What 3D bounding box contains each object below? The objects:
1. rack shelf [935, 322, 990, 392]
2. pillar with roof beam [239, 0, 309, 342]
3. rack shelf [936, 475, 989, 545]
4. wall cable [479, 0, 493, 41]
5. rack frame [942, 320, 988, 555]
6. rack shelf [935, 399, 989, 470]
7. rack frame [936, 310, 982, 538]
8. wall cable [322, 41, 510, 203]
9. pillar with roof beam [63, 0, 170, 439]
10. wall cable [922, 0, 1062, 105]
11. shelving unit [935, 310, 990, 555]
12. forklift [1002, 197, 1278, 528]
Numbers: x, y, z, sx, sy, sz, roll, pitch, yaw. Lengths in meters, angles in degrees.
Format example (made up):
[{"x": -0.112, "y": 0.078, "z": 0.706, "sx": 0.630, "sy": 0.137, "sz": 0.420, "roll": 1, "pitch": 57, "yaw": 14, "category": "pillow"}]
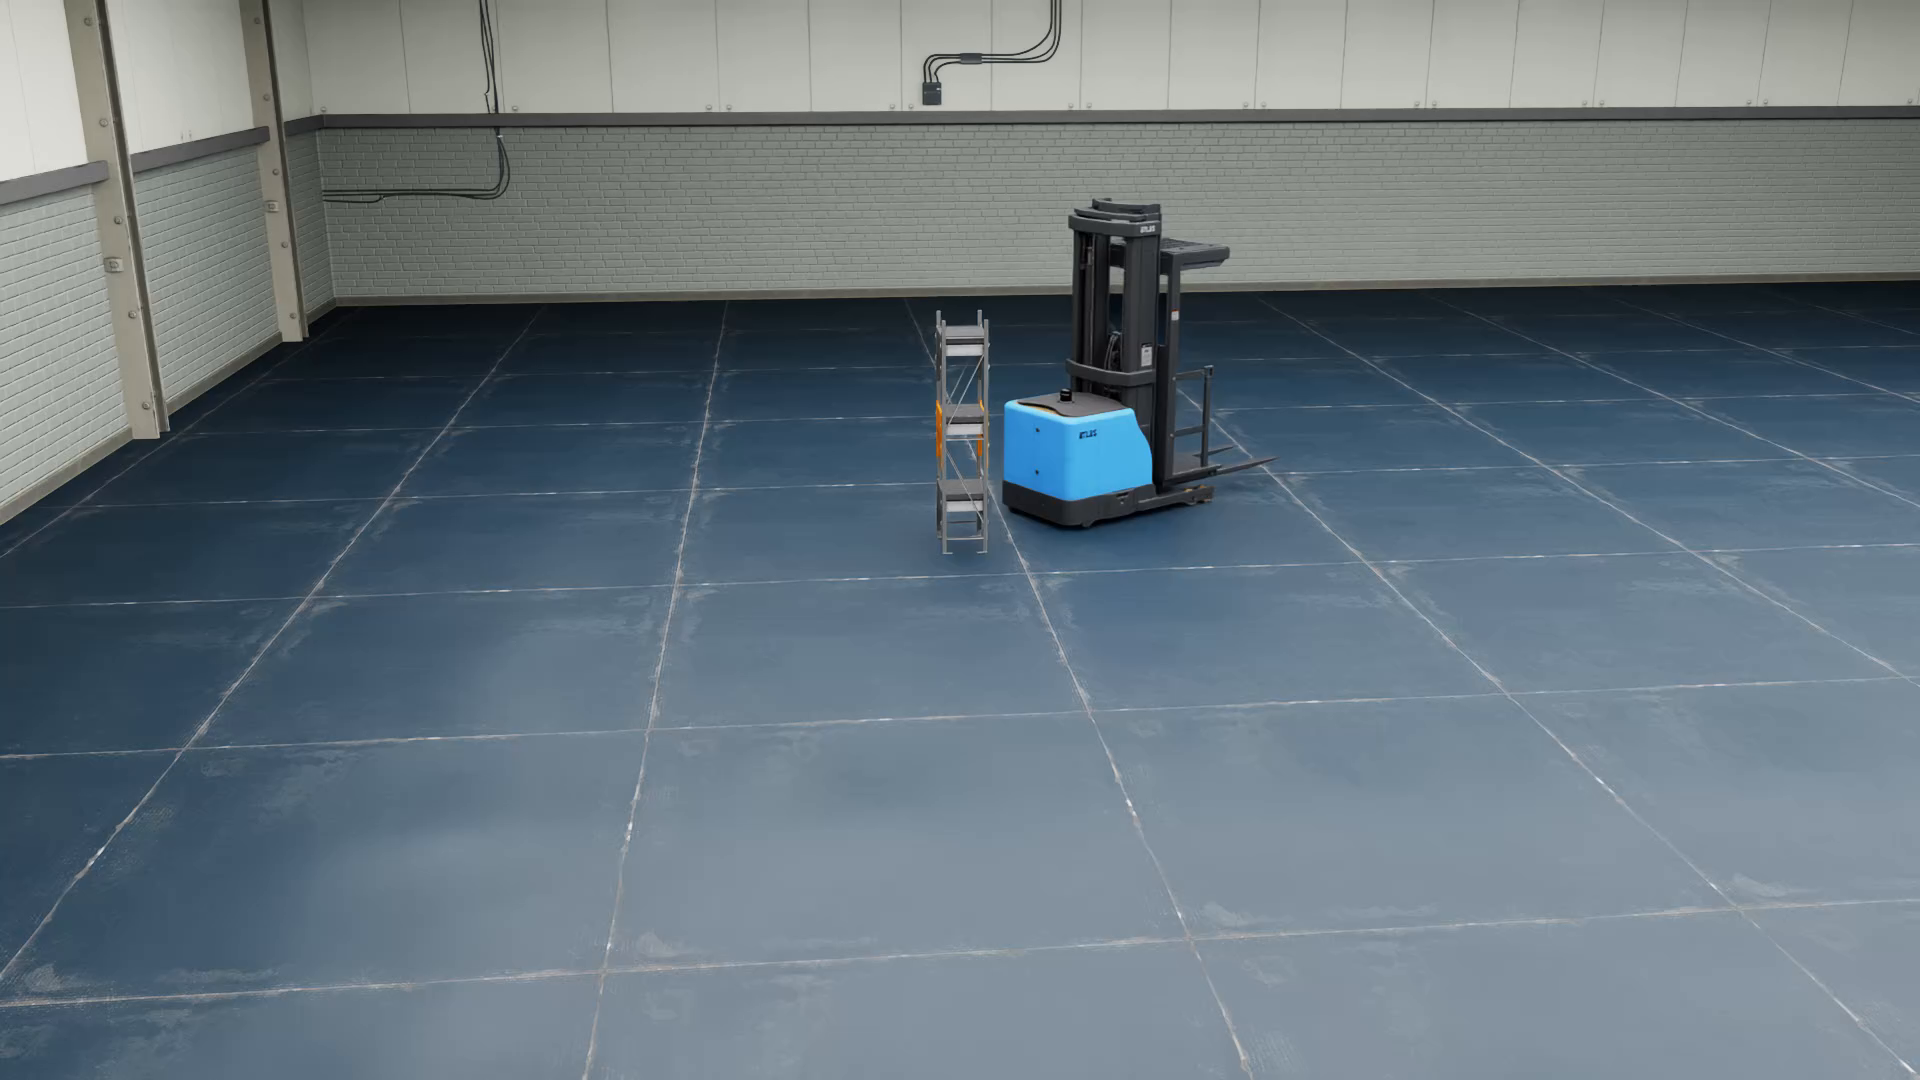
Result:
[{"x": 0.017, "y": -1.607, "z": 14.573, "sx": 0.431, "sy": 0.518, "sz": 0.480, "roll": -2, "pitch": 18, "yaw": -6, "category": "rack shelf"}, {"x": -5.642, "y": -7.425, "z": 23.877, "sx": 9.100, "sy": 9.000, "sz": 0.400, "roll": -2, "pitch": 18, "yaw": -6, "category": "pillar with roof beam"}, {"x": 0.017, "y": -0.272, "z": 14.992, "sx": 0.431, "sy": 0.518, "sz": 0.480, "roll": -2, "pitch": 18, "yaw": -6, "category": "rack shelf"}, {"x": -6.222, "y": -9.222, "z": 26.354, "sx": 3.097, "sy": 2.526, "sz": 0.112, "roll": -2, "pitch": 18, "yaw": -6, "category": "wall cable"}, {"x": 0.042, "y": -0.880, "z": 14.547, "sx": 0.400, "sy": 2.100, "sz": 0.015, "roll": -2, "pitch": 18, "yaw": -6, "category": "rack frame"}, {"x": 0.017, "y": -0.939, "z": 14.782, "sx": 0.431, "sy": 0.518, "sz": 0.480, "roll": -2, "pitch": 18, "yaw": -6, "category": "rack shelf"}, {"x": -0.008, "y": -1.025, "z": 15.010, "sx": 0.400, "sy": 2.100, "sz": 0.015, "roll": -2, "pitch": 18, "yaw": -6, "category": "rack frame"}, {"x": -8.912, "y": -6.729, "z": 26.844, "sx": 3.097, "sy": 2.526, "sz": 0.112, "roll": -2, "pitch": 18, "yaw": -6, "category": "wall cable"}, {"x": -5.023, "y": -5.637, "z": 18.183, "sx": 9.100, "sy": 9.000, "sz": 0.400, "roll": -2, "pitch": 18, "yaw": -6, "category": "pillar with roof beam"}, {"x": 0.532, "y": -10.122, "z": 26.789, "sx": 2.305, "sy": 6.003, "sz": 0.169, "roll": -2, "pitch": 18, "yaw": -6, "category": "wall cable"}, {"x": 0.017, "y": -0.952, "z": 14.778, "sx": 0.431, "sy": 2.100, "sz": 0.503, "roll": -2, "pitch": 18, "yaw": -6, "category": "shelving unit"}, {"x": 1.889, "y": -1.848, "z": 16.244, "sx": 3.031, "sy": 2.935, "sz": 1.130, "roll": -13, "pitch": 22, "yaw": -35, "category": "forklift"}]
